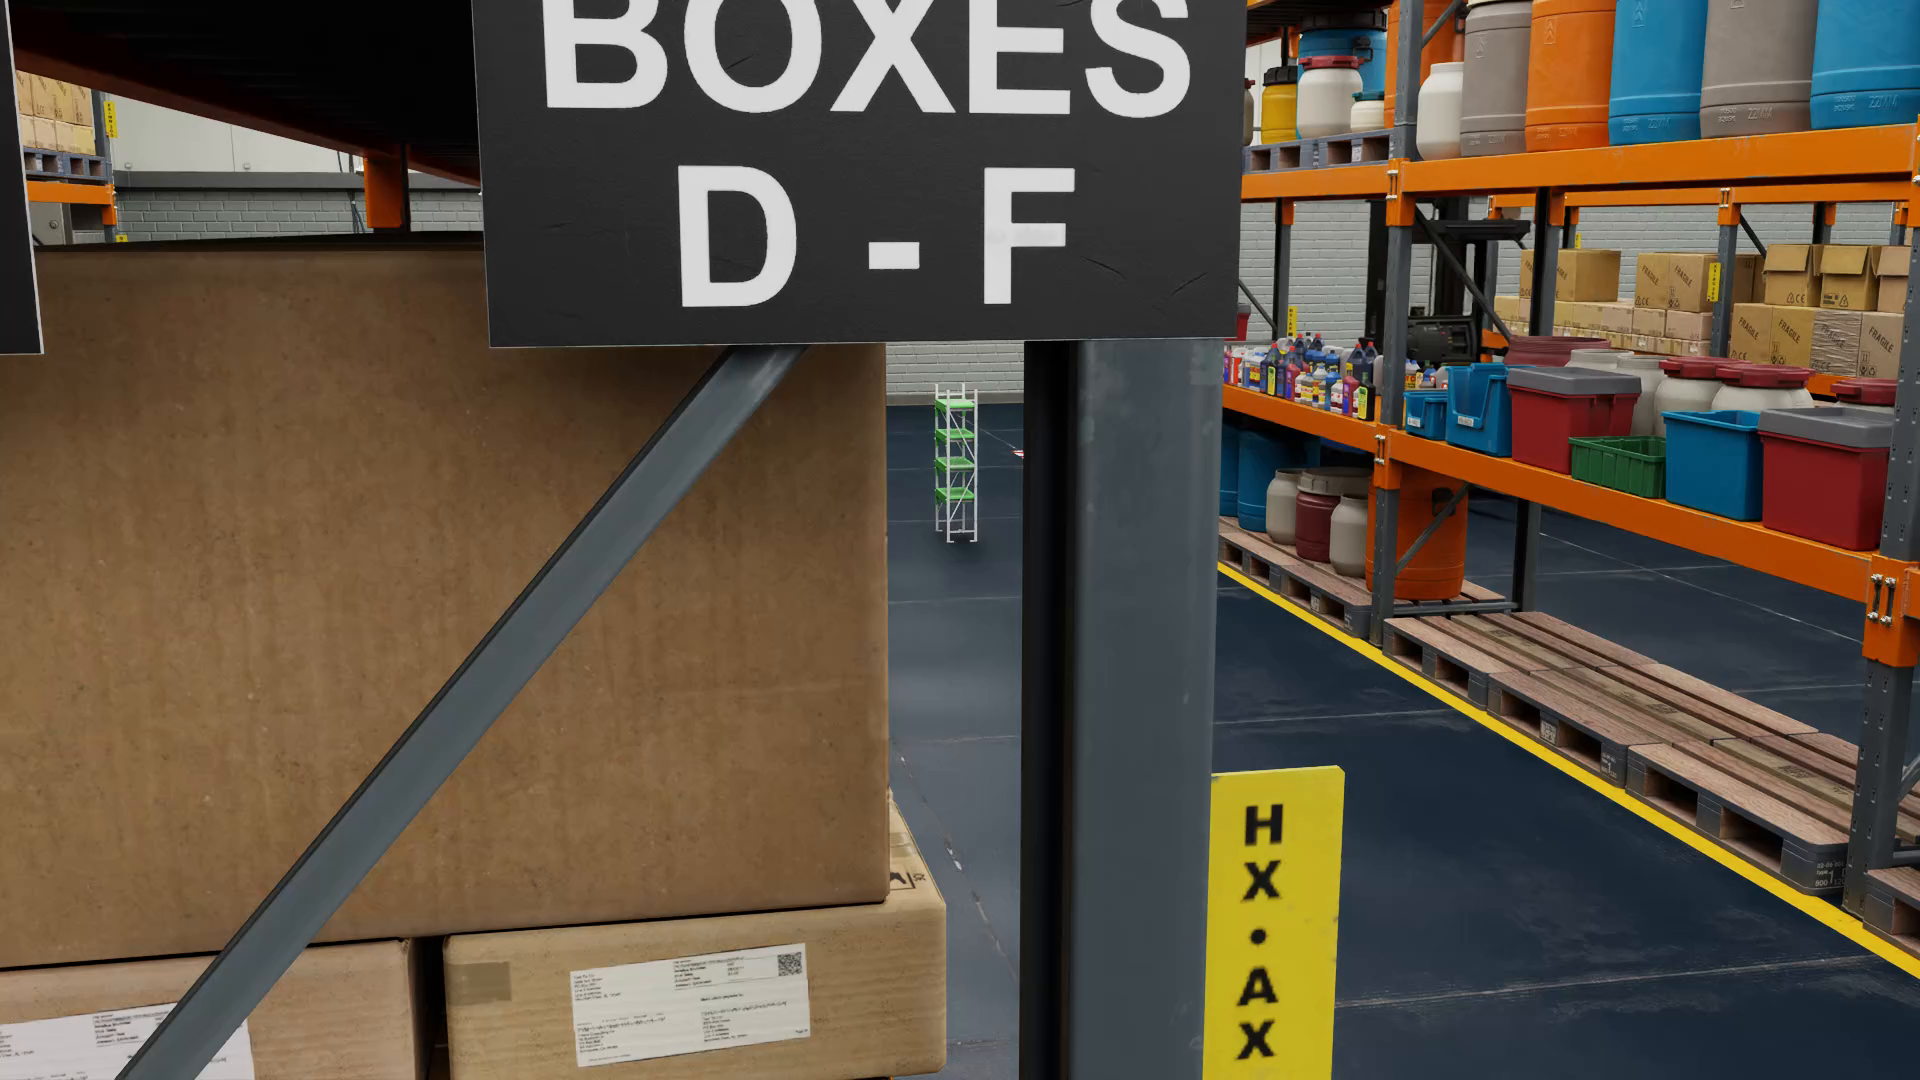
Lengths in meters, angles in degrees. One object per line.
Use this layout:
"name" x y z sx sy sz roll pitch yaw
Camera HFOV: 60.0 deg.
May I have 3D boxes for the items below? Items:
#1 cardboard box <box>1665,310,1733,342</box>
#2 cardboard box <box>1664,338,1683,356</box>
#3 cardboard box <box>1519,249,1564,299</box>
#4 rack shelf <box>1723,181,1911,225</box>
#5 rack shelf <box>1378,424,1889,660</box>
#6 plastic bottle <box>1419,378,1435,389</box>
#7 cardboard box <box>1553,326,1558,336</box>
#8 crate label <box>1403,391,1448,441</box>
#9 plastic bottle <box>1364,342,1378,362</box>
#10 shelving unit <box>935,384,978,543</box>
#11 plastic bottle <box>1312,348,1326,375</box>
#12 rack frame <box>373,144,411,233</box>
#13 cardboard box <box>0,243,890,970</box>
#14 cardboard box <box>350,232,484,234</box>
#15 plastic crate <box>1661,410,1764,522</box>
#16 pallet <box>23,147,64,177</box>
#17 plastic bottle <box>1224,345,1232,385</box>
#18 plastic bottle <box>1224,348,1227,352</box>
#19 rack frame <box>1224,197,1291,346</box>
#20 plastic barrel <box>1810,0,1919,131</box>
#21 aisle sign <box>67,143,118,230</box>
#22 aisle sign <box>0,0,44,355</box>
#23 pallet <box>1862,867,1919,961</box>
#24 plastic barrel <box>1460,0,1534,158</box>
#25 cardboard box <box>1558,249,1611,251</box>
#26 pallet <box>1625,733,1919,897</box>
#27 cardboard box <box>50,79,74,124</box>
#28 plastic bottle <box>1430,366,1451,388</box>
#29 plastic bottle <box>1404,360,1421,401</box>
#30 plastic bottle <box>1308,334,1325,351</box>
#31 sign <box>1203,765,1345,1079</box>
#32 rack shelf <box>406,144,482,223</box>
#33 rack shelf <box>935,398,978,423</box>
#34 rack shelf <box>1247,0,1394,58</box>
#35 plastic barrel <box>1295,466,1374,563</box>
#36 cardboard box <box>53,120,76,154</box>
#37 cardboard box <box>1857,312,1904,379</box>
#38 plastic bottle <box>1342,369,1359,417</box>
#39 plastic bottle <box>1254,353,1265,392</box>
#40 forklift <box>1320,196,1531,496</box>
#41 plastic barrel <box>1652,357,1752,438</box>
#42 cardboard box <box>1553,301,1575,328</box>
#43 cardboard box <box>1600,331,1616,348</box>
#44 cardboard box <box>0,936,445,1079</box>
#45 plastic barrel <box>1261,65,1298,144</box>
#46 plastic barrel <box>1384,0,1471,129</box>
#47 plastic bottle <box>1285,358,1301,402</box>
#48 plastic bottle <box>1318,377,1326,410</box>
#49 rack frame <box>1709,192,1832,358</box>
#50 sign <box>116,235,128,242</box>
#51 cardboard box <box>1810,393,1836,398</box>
"cardboard box" 6.685 -1.918 14.859 0.500 0.250 0.500 -2 11 -12
"cardboard box" 6.597 -1.742 15.001 0.380 0.149 0.250 -2 11 -10
"cardboard box" 6.176 -2.759 17.272 0.500 0.500 0.500 -2 11 -12
"rack shelf" 7.417 -2.528 12.357 1.077 0.370 4.000 -2 11 -11
"rack shelf" 3.337 -0.141 7.837 1.077 0.370 4.000 -2 11 -11
"plastic bottle" 2.972 -0.931 10.598 0.097 0.201 0.097 0 11 0
"cardboard box" 6.197 -2.119 16.980 0.380 0.149 0.250 -2 11 -12
"crate label" 2.662 -0.688 9.235 0.303 0.233 0.416 -2 11 -11
"plastic bottle" 2.884 -1.211 11.671 0.144 0.351 0.185 -2 11 -11
"shelving unit" -0.032 -0.620 13.244 0.258 1.200 0.503 -2 11 -11
"plastic bottle" 2.640 -1.279 12.236 0.097 0.271 0.097 0 11 0
"rack frame" -1.134 0.052 4.899 1.000 3.000 0.127 -2 11 -11
"cardboard box" -0.444 0.004 1.418 0.700 0.500 0.500 -2 11 -11
"cardboard box" -0.845 -0.368 3.373 0.700 0.500 0.500 -2 11 -11
"plastic crate" 3.206 -0.310 6.847 0.392 0.384 0.575 -2 11 -11
"pallet" -7.931 -3.038 13.350 1.003 0.211 1.213 -2 11 -11
"plastic bottle" 1.995 -1.291 12.271 0.061 0.283 0.133 -2 11 -11
"plastic bottle" 1.957 -1.368 12.691 0.152 0.276 0.135 -2 11 -11
"rack frame" 2.170 -1.594 13.551 1.000 3.000 0.127 -2 11 -11
"plastic barrel" 3.414 -1.932 5.963 0.600 0.901 0.708 -2 11 -11
"aisle sign" -8.046 -3.269 15.396 0.394 0.787 0.004 -2 11 -11
"aisle sign" -0.631 -0.468 0.683 0.394 0.787 0.004 -2 11 -11
"pallet" 3.816 1.367 5.448 1.003 0.211 1.213 -2 11 -11
"plastic barrel" 2.895 -2.422 8.537 0.600 0.901 0.600 0 11 0
"cardboard box" 6.603 -2.869 17.849 0.500 0.500 0.500 -2 11 -10
"pallet" 3.535 1.100 6.852 1.003 0.211 1.213 -2 11 -11
"cardboard box" -7.829 -3.775 13.990 0.500 0.500 0.500 -2 11 -9
"plastic bottle" 3.091 -0.976 10.633 0.152 0.276 0.135 -2 11 -11
"plastic bottle" 3.024 -1.063 11.101 0.097 0.271 0.097 0 11 0
"plastic bottle" 2.706 -1.380 12.554 0.144 0.351 0.185 -2 11 -11
"sign" 0.190 0.303 1.057 0.100 0.325 0.005 -2 11 -11
"rack shelf" -1.523 -1.435 6.613 1.077 0.370 4.000 -2 11 -11
"rack shelf" -0.032 -1.029 13.166 0.258 0.148 0.480 -2 11 -11
"rack shelf" 2.559 -3.625 11.168 1.077 0.370 4.000 -2 11 -11
"plastic barrel" 2.616 -0.179 11.439 0.600 0.588 0.708 -2 11 -11
"cardboard box" -7.821 -3.403 14.041 0.500 0.250 0.500 -3 11 -13
"cardboard box" 7.174 -1.452 12.534 0.500 0.500 0.500 -2 11 -10
"plastic bottle" 2.406 -0.904 10.238 0.061 0.283 0.133 -2 11 -11
"plastic bottle" 2.126 -1.180 11.718 0.097 0.271 0.097 0 11 0
"forklift" 4.459 -1.891 15.291 1.130 2.935 3.031 -3 11 -17
"plastic barrel" 3.528 -0.591 7.917 0.433 0.535 0.433 0 11 0
"cardboard box" 6.281 -2.295 16.839 0.500 0.250 0.500 -2 11 -13
"cardboard box" 6.397 -1.931 15.990 0.380 0.149 0.250 -2 11 -12
"cardboard box" -0.617 0.355 1.307 0.380 0.149 0.250 -2 11 -12
"plastic barrel" 2.546 -3.207 12.373 0.600 0.588 0.600 0 11 0
"plastic barrel" 2.840 -2.856 9.884 0.600 0.830 0.708 -2 11 -11
"plastic bottle" 2.228 -1.072 11.117 0.061 0.283 0.133 -2 11 -11
"plastic bottle" 2.344 -0.940 10.642 0.097 0.201 0.097 0 11 0
"rack frame" 7.028 -1.775 14.497 1.000 3.000 0.127 -2 11 -11
"sign" -7.791 -2.670 15.473 0.100 0.325 0.005 -2 11 -11
"cardboard box" 7.172 -0.820 14.044 1.225 0.875 0.875 -2 11 -11
